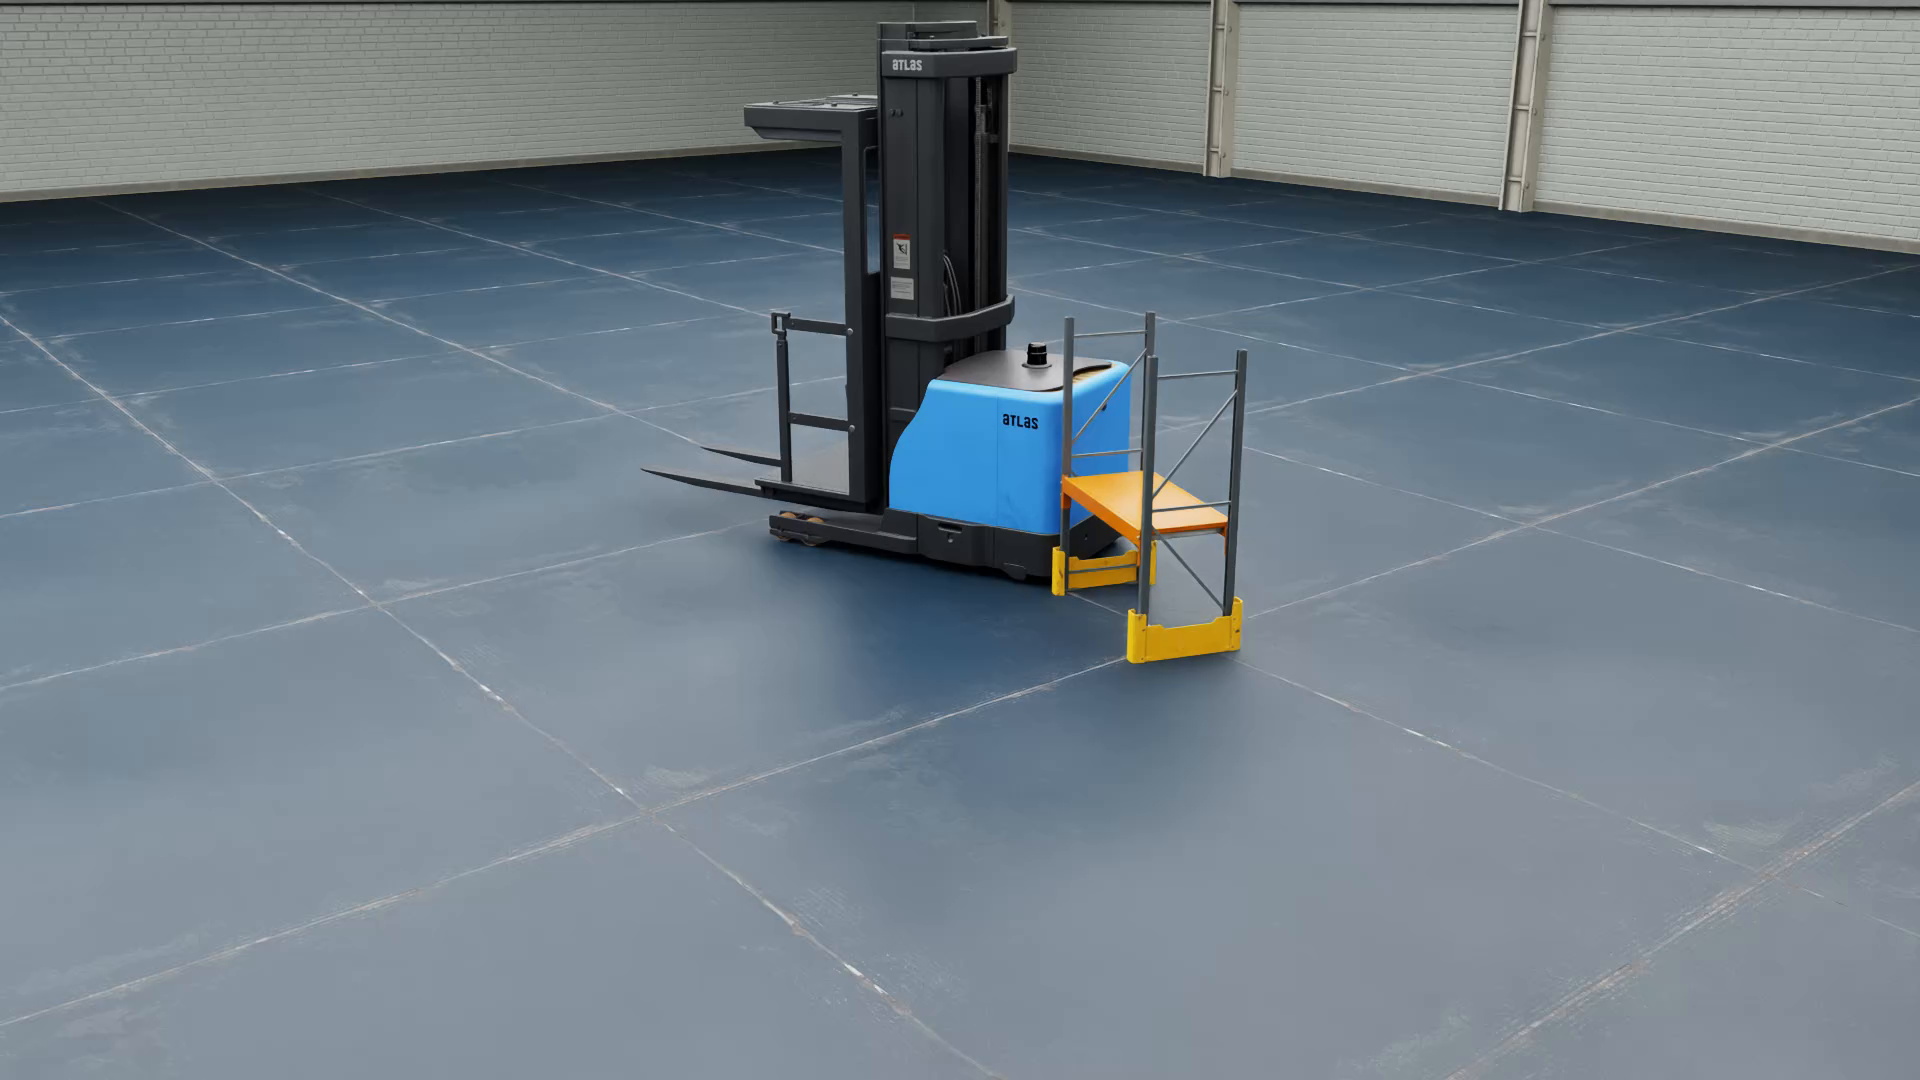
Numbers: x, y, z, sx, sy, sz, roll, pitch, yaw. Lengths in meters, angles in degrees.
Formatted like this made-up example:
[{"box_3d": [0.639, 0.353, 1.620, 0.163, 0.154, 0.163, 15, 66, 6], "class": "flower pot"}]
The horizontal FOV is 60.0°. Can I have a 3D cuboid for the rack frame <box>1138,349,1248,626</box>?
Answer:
[{"box_3d": [1.101, -0.153, 7.939, 0.500, 1.500, 0.032, -6, 19, -18], "class": "rack frame"}]

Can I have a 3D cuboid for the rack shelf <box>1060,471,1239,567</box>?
[{"box_3d": [0.940, -0.134, 8.453, 0.538, 0.185, 1.000, -6, 19, -18], "class": "rack shelf"}]

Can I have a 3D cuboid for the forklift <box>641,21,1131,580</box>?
[{"box_3d": [-0.542, -1.488, 9.694, 3.031, 2.935, 1.130, 10, 21, 28], "class": "forklift"}]

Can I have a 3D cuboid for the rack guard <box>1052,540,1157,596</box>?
[{"box_3d": [0.785, 0.143, 9.034, 0.587, 0.250, 0.087, -6, 19, -18], "class": "rack guard"}]

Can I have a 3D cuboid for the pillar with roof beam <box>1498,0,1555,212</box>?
[{"box_3d": [4.846, -8.310, 20.643, 9.100, 9.000, 0.400, -14, 23, -36], "class": "pillar with roof beam"}]

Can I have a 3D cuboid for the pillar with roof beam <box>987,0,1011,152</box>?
[{"box_3d": [-2.604, -11.267, 29.573, 9.100, 9.000, 0.400, -14, 23, -36], "class": "pillar with roof beam"}]

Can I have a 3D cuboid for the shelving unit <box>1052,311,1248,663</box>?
[{"box_3d": [0.943, -0.302, 8.389, 0.587, 1.500, 1.083, -6, 19, -18], "class": "shelving unit"}]

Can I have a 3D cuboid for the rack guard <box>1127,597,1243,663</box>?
[{"box_3d": [1.101, 0.440, 8.137, 0.587, 0.250, 0.087, -6, 19, -18], "class": "rack guard"}]

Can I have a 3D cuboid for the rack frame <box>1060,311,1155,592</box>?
[{"box_3d": [0.779, -0.456, 8.855, 0.500, 1.500, 0.032, -6, 19, -18], "class": "rack frame"}]

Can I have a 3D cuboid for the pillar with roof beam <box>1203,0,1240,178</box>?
[{"box_3d": [1.121, -9.788, 25.108, 9.100, 9.000, 0.400, -14, 23, -36], "class": "pillar with roof beam"}]
